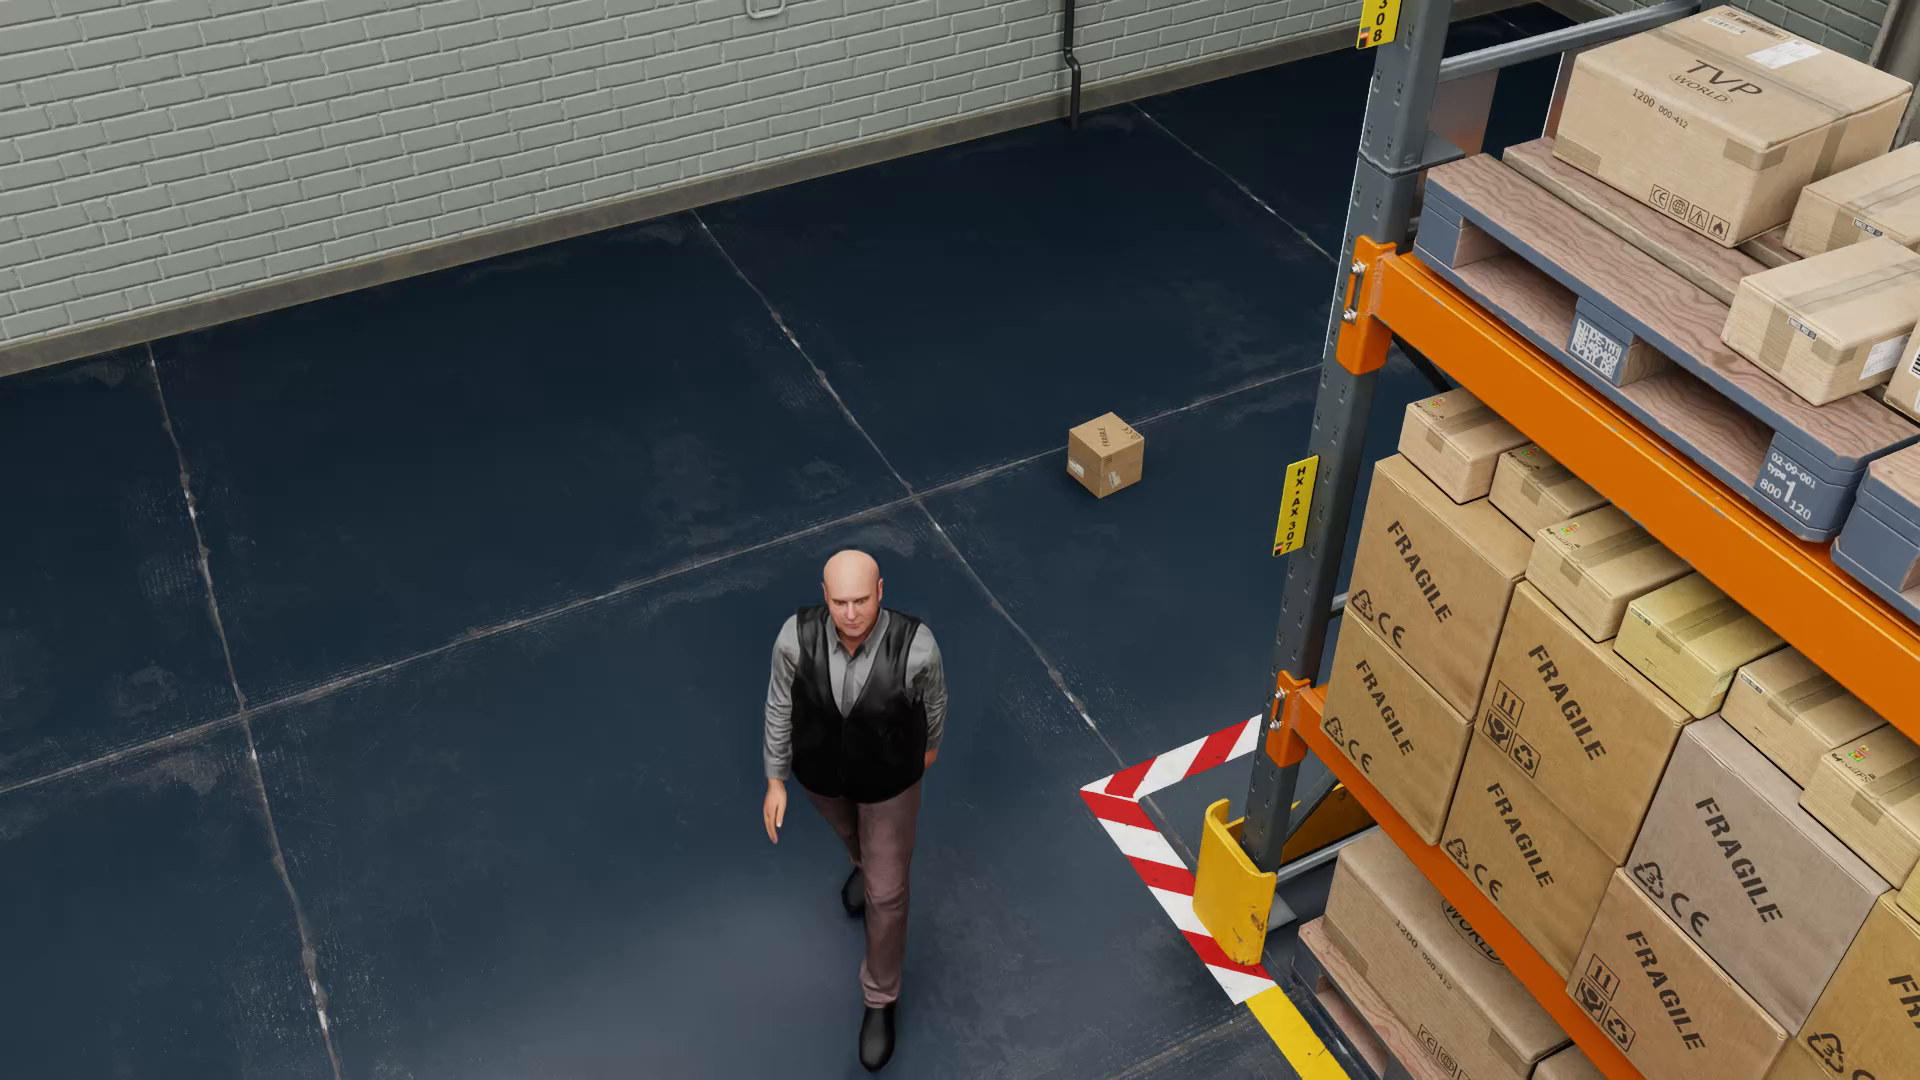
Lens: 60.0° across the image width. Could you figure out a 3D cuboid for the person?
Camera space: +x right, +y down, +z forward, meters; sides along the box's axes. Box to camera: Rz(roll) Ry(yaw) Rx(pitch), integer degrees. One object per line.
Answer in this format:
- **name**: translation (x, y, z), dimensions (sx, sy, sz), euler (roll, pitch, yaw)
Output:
- **person**: translation (-0.354, 0.797, 5.250), dimensions (0.539, 1.699, 0.894), euler (8, 42, 9)
